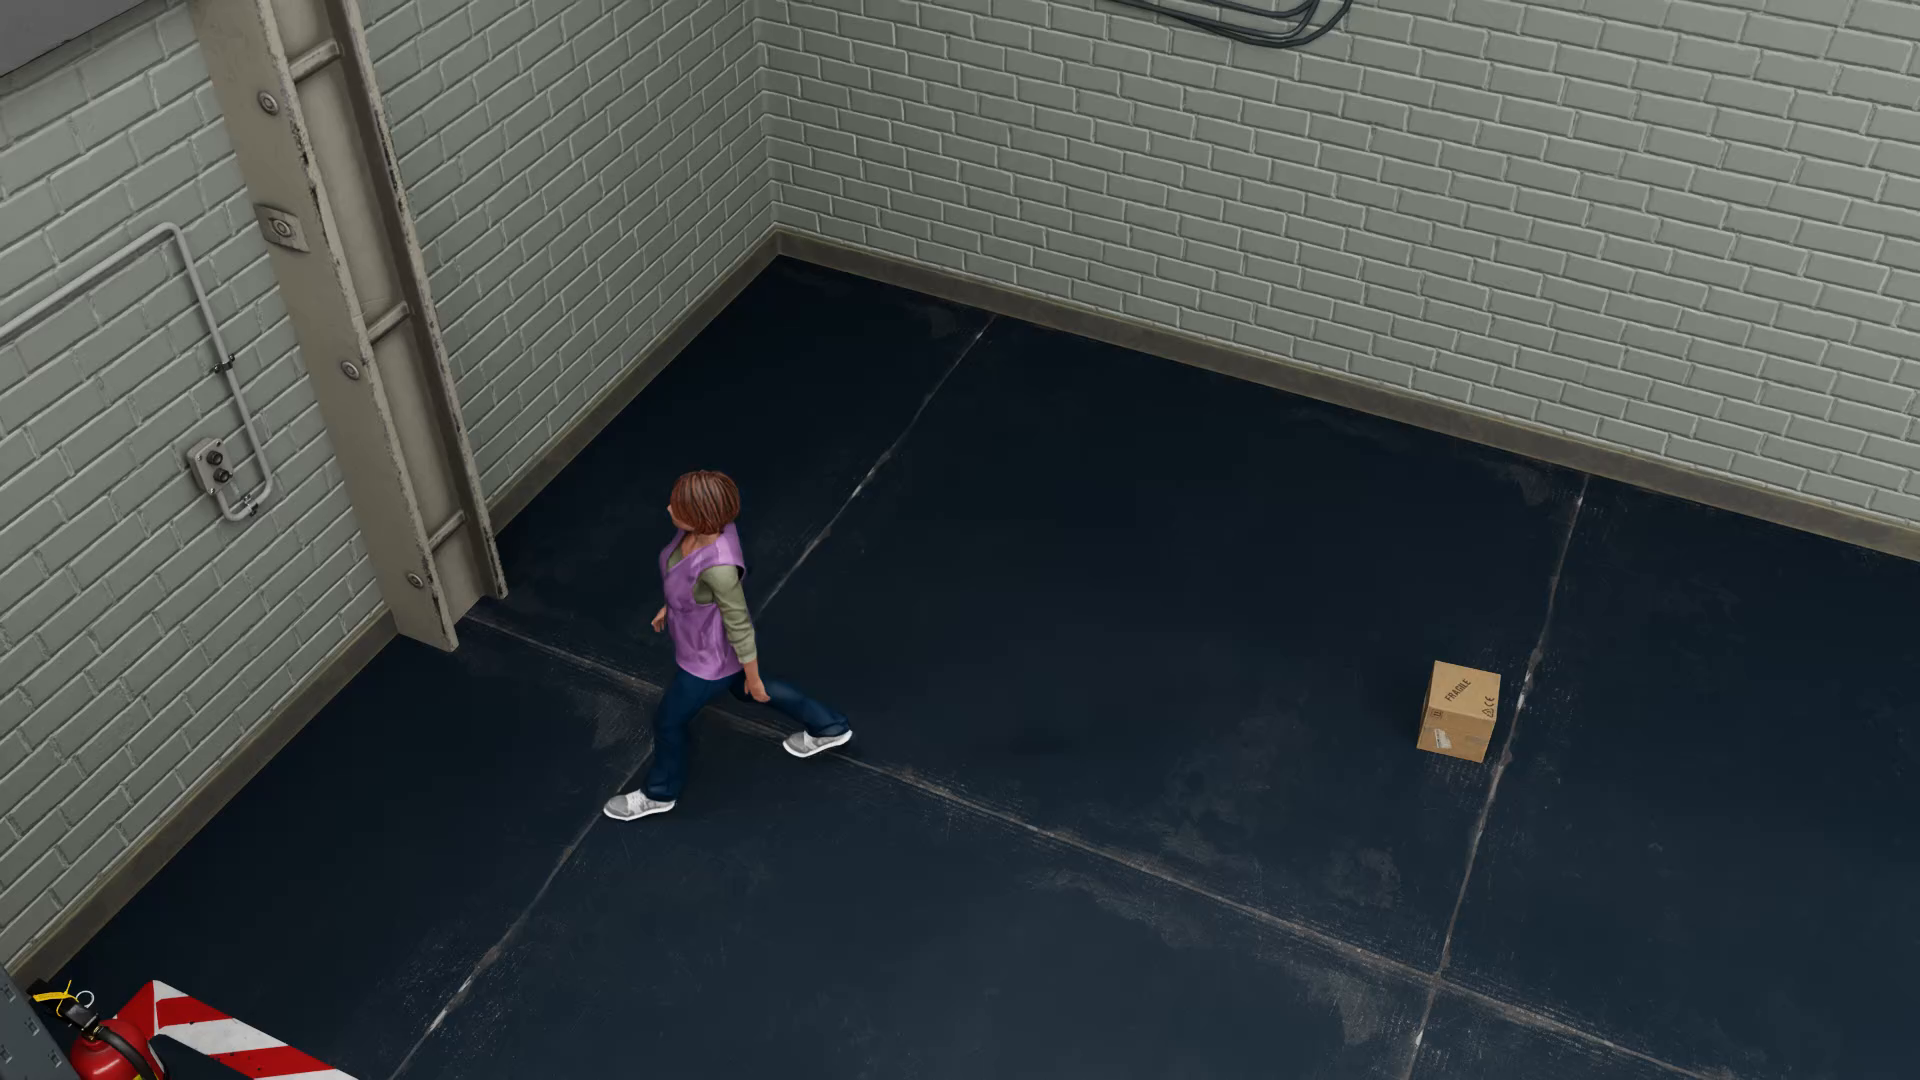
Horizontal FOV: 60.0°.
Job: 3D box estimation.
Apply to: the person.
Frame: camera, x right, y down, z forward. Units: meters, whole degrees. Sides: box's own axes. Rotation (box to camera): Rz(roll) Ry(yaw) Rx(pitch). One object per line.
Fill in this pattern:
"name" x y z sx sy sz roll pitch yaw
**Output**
"person" -0.869 0.346 5.792 0.949 1.543 0.428 -6 43 -7
